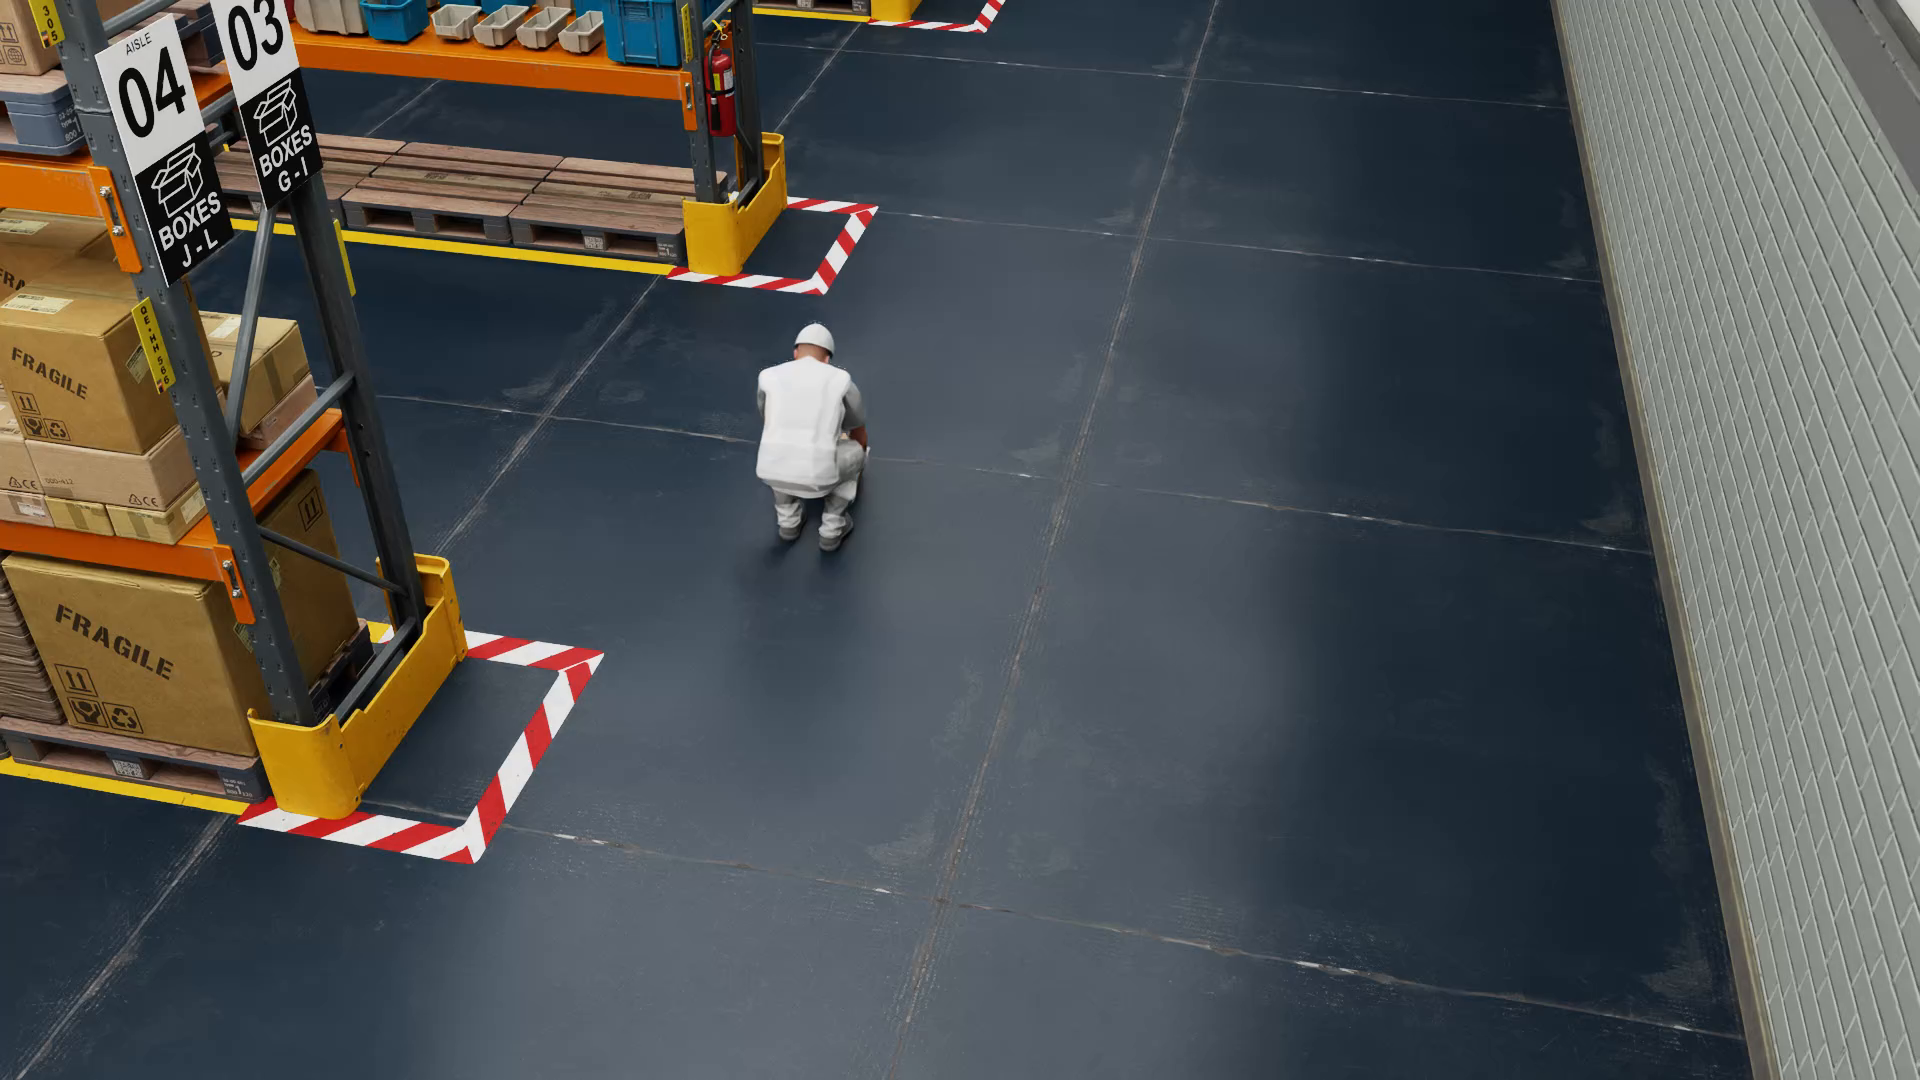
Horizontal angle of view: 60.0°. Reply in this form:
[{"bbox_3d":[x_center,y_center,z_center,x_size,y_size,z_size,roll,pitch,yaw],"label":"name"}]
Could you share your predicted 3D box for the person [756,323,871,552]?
[{"bbox_3d":[-0.764,-0.489,8.322,0.572,0.955,0.882,7,37,10],"label":"person"}]
